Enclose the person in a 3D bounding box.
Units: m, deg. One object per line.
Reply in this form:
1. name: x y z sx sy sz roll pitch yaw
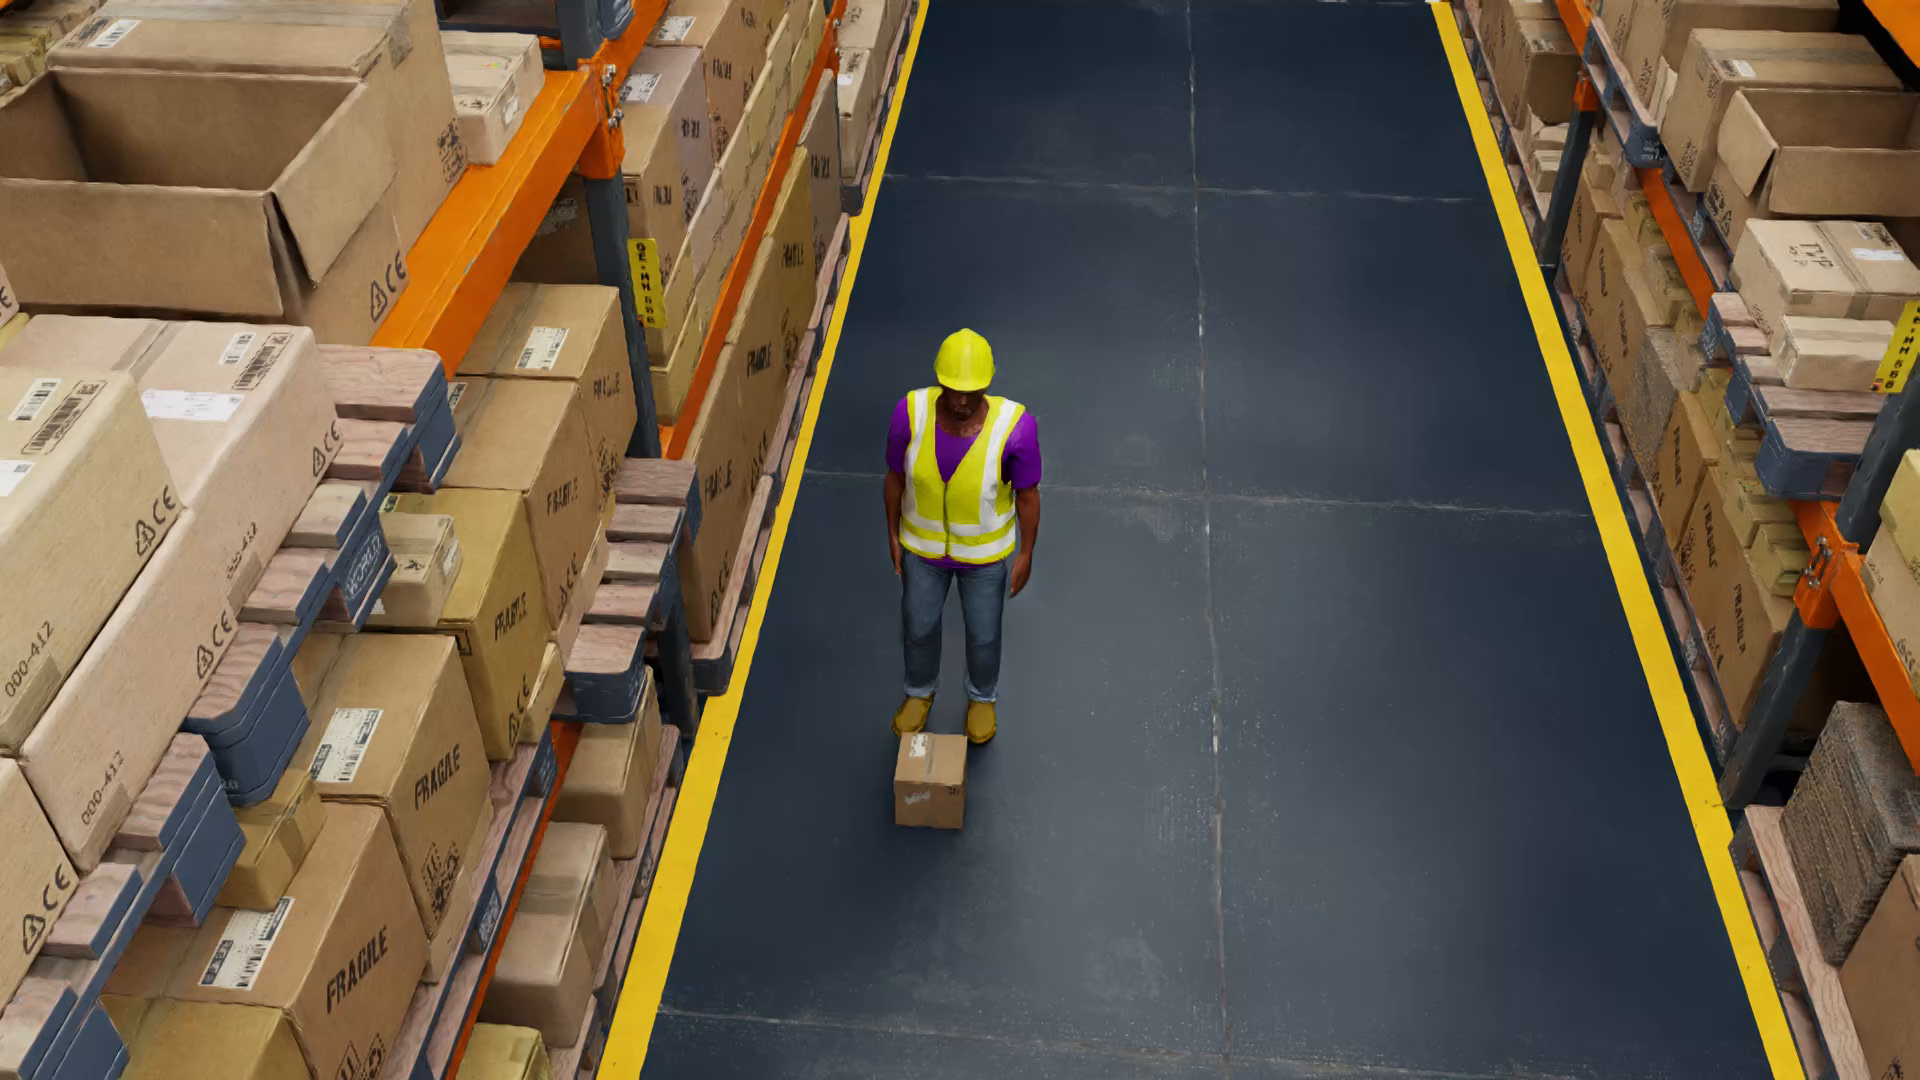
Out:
1. person: -0.002 0.019 6.114 0.577 1.766 0.406 8 40 9
